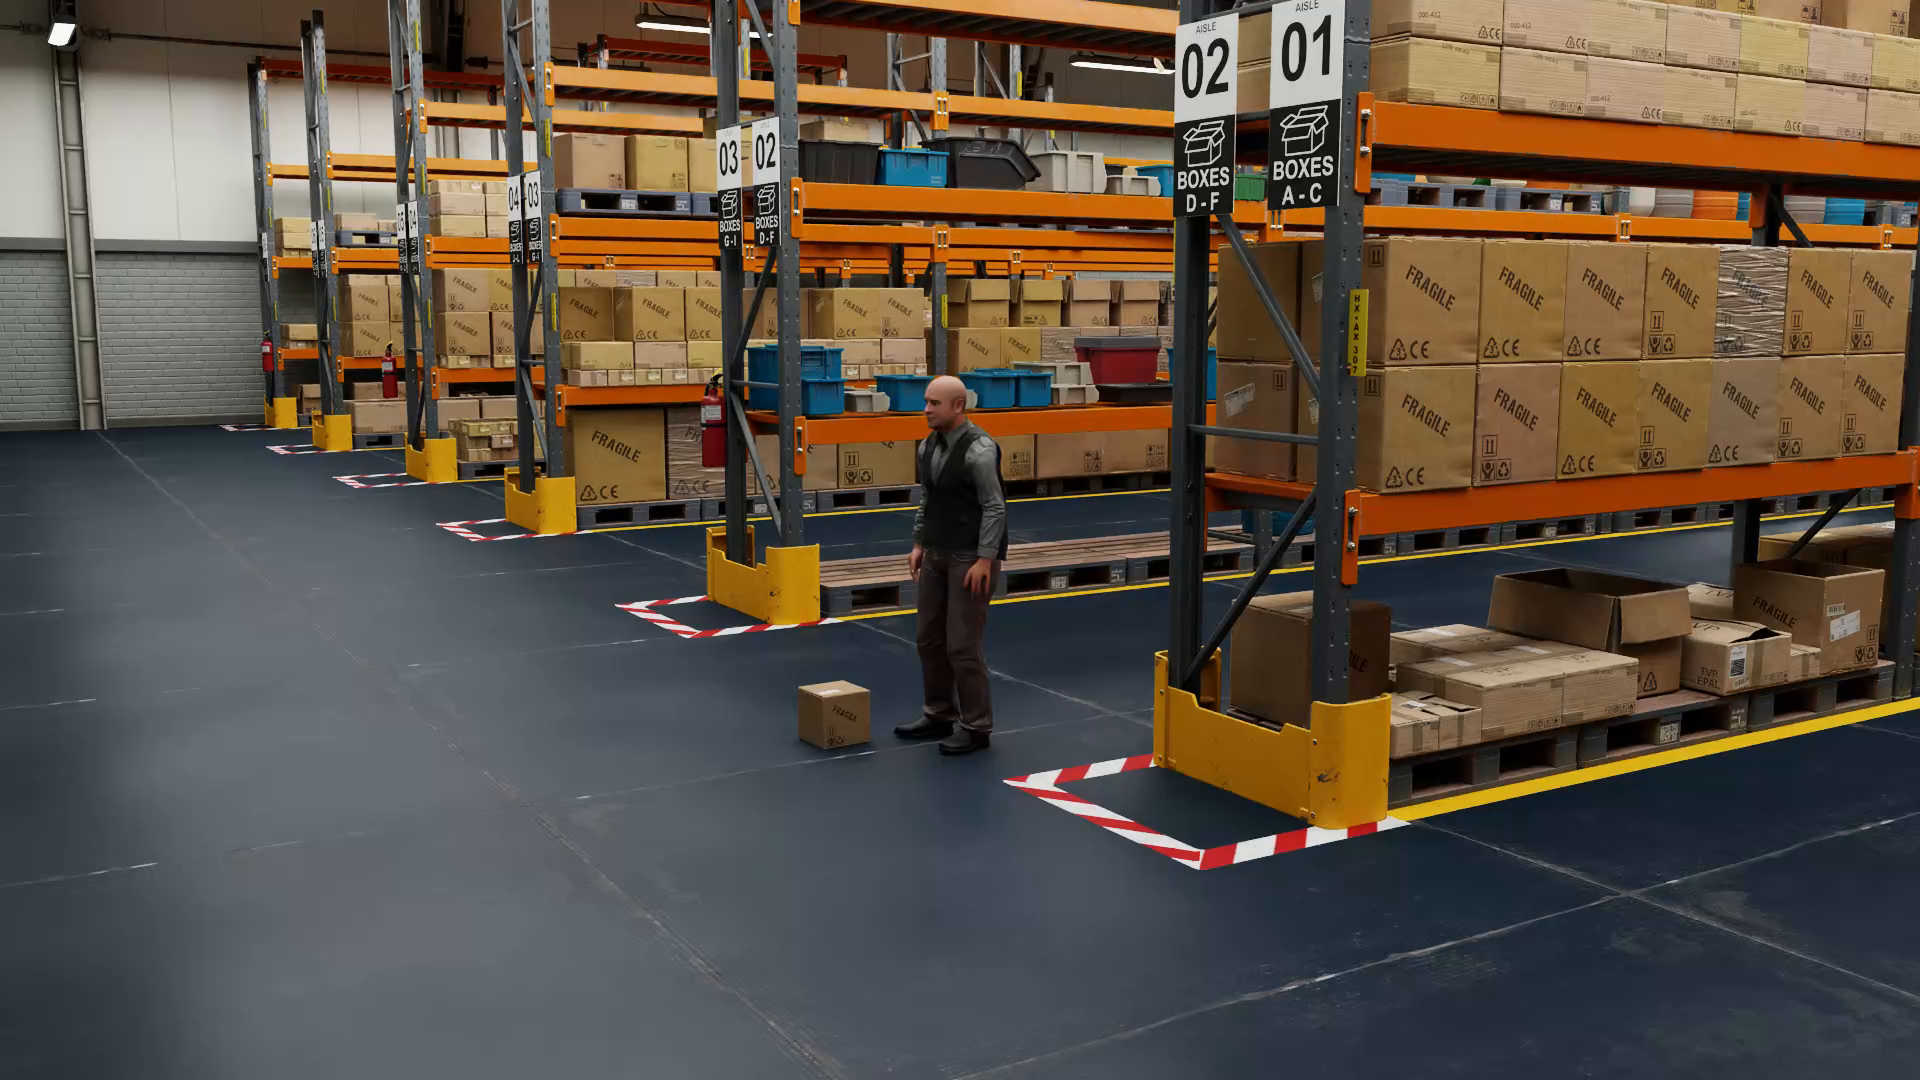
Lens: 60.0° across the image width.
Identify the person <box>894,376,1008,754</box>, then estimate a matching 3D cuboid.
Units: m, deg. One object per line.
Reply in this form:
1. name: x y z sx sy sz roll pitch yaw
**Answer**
1. person: -0.003 0.100 7.701 0.411 1.721 0.588 -6 10 -35
